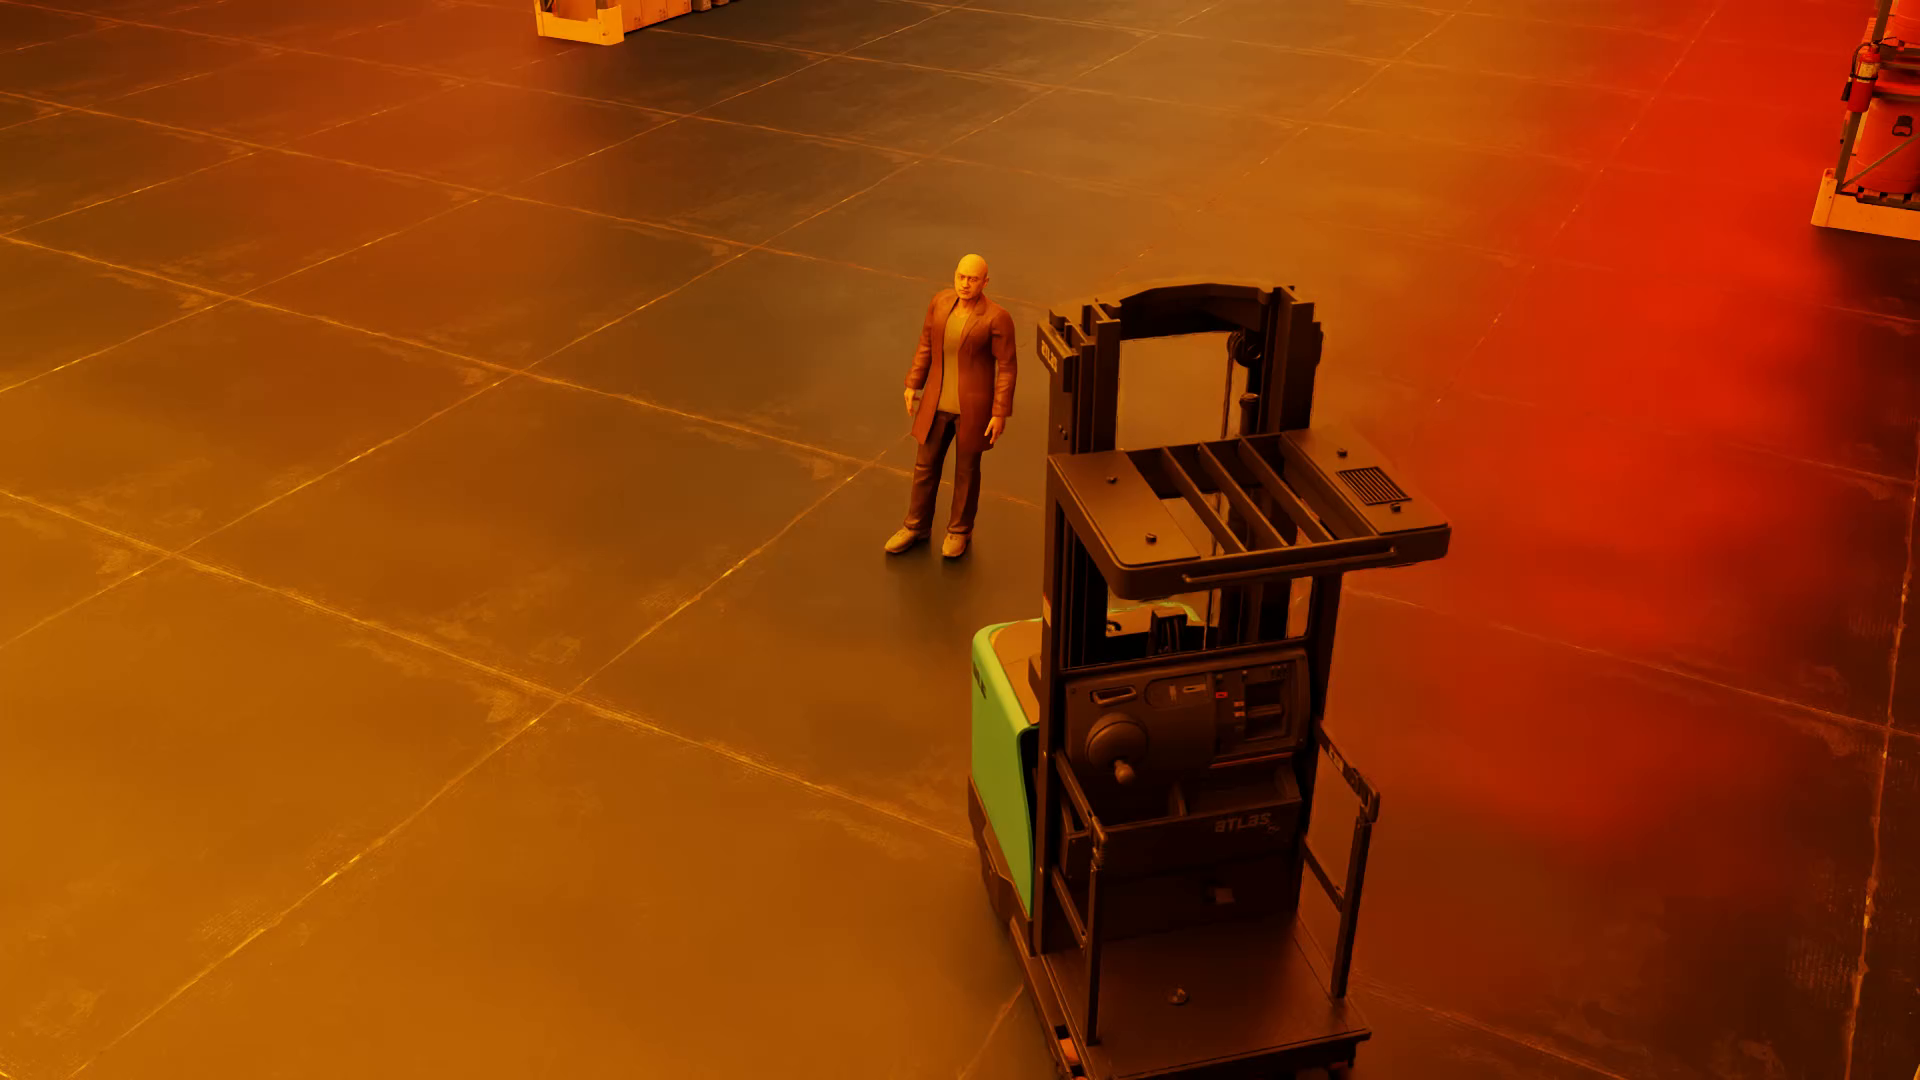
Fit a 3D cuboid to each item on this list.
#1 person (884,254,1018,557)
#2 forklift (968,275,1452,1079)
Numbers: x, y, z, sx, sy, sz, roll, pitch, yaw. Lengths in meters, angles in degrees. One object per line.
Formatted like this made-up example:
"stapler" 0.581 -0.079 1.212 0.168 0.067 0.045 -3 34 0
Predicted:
"person" -0.048 -0.737 9.488 0.694 1.775 0.582 15 33 25
"forklift" 0.887 0.691 5.874 1.130 2.935 3.031 -7 31 -12
